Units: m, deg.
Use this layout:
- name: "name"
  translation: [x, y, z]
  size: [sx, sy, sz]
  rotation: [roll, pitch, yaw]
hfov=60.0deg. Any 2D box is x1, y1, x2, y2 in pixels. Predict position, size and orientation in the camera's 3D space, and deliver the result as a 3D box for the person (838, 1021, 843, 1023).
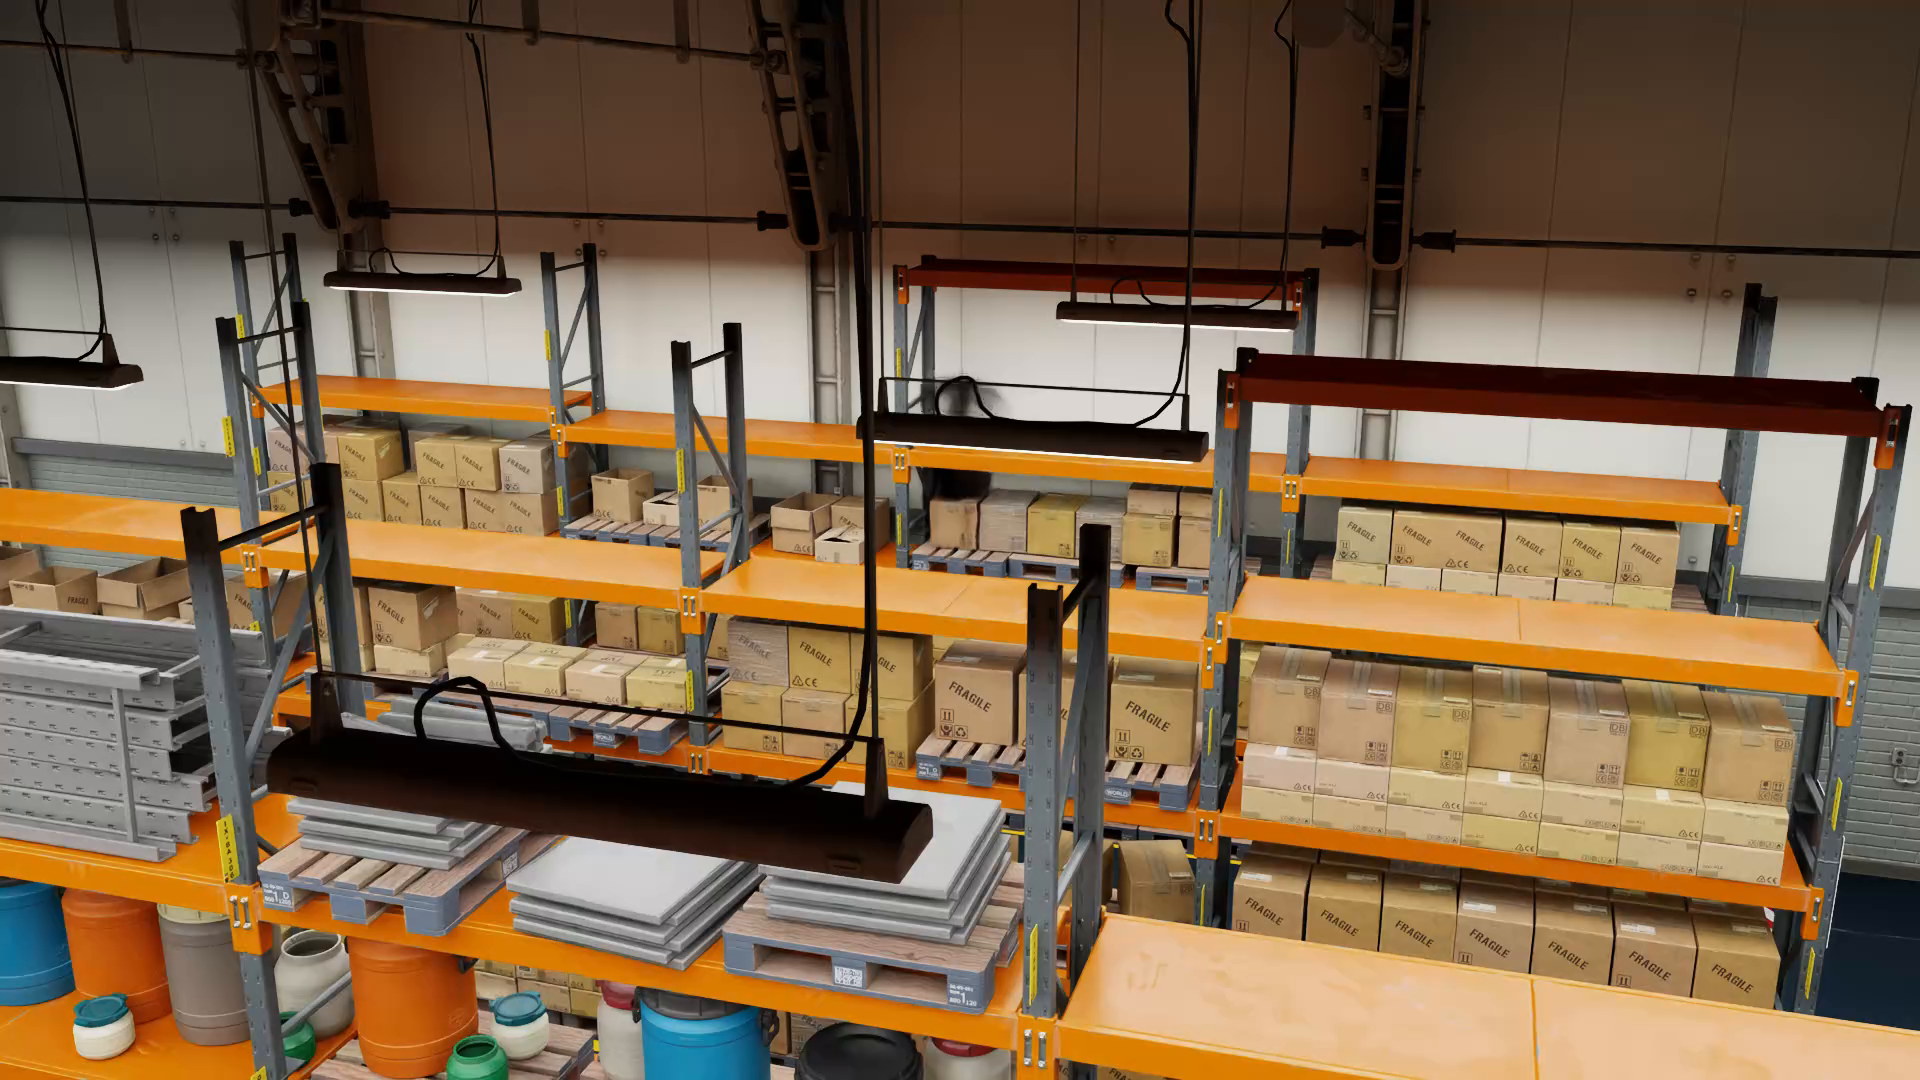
- name: "person"
  translation: [-0.753, 3.933, 11.919]
  size: [0.746, 1.770, 0.669]
  rotation: [3, 16, 9]
